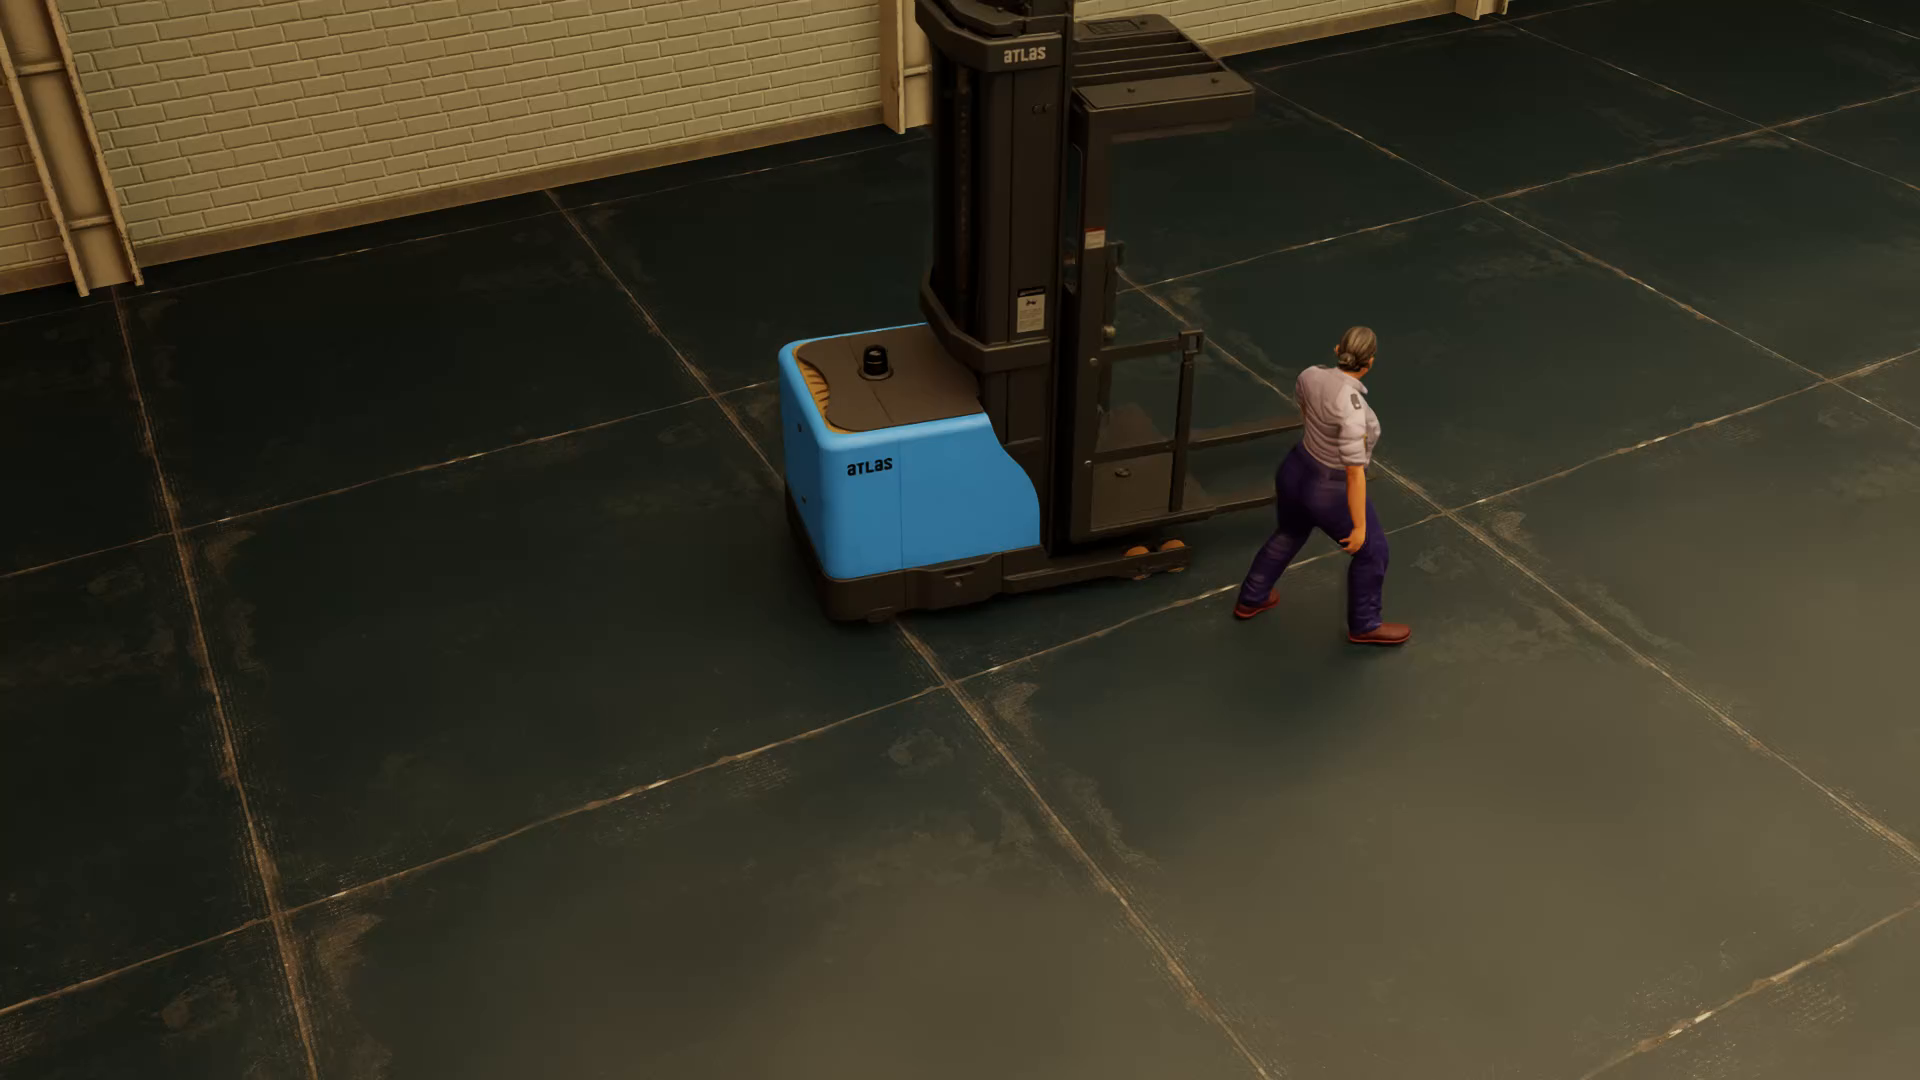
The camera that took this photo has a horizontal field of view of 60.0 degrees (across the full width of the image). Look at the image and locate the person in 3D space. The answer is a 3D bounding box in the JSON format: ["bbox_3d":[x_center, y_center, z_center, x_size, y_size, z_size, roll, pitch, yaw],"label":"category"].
[{"bbox_3d":[1.737,-0.245,7.638,0.666,1.596,0.705,-15,38,-20],"label":"person"}]

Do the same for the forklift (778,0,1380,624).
[{"bbox_3d":[0.669,-1.278,7.932,3.031,2.935,1.130,-10,36,-14],"label":"forklift"}]
